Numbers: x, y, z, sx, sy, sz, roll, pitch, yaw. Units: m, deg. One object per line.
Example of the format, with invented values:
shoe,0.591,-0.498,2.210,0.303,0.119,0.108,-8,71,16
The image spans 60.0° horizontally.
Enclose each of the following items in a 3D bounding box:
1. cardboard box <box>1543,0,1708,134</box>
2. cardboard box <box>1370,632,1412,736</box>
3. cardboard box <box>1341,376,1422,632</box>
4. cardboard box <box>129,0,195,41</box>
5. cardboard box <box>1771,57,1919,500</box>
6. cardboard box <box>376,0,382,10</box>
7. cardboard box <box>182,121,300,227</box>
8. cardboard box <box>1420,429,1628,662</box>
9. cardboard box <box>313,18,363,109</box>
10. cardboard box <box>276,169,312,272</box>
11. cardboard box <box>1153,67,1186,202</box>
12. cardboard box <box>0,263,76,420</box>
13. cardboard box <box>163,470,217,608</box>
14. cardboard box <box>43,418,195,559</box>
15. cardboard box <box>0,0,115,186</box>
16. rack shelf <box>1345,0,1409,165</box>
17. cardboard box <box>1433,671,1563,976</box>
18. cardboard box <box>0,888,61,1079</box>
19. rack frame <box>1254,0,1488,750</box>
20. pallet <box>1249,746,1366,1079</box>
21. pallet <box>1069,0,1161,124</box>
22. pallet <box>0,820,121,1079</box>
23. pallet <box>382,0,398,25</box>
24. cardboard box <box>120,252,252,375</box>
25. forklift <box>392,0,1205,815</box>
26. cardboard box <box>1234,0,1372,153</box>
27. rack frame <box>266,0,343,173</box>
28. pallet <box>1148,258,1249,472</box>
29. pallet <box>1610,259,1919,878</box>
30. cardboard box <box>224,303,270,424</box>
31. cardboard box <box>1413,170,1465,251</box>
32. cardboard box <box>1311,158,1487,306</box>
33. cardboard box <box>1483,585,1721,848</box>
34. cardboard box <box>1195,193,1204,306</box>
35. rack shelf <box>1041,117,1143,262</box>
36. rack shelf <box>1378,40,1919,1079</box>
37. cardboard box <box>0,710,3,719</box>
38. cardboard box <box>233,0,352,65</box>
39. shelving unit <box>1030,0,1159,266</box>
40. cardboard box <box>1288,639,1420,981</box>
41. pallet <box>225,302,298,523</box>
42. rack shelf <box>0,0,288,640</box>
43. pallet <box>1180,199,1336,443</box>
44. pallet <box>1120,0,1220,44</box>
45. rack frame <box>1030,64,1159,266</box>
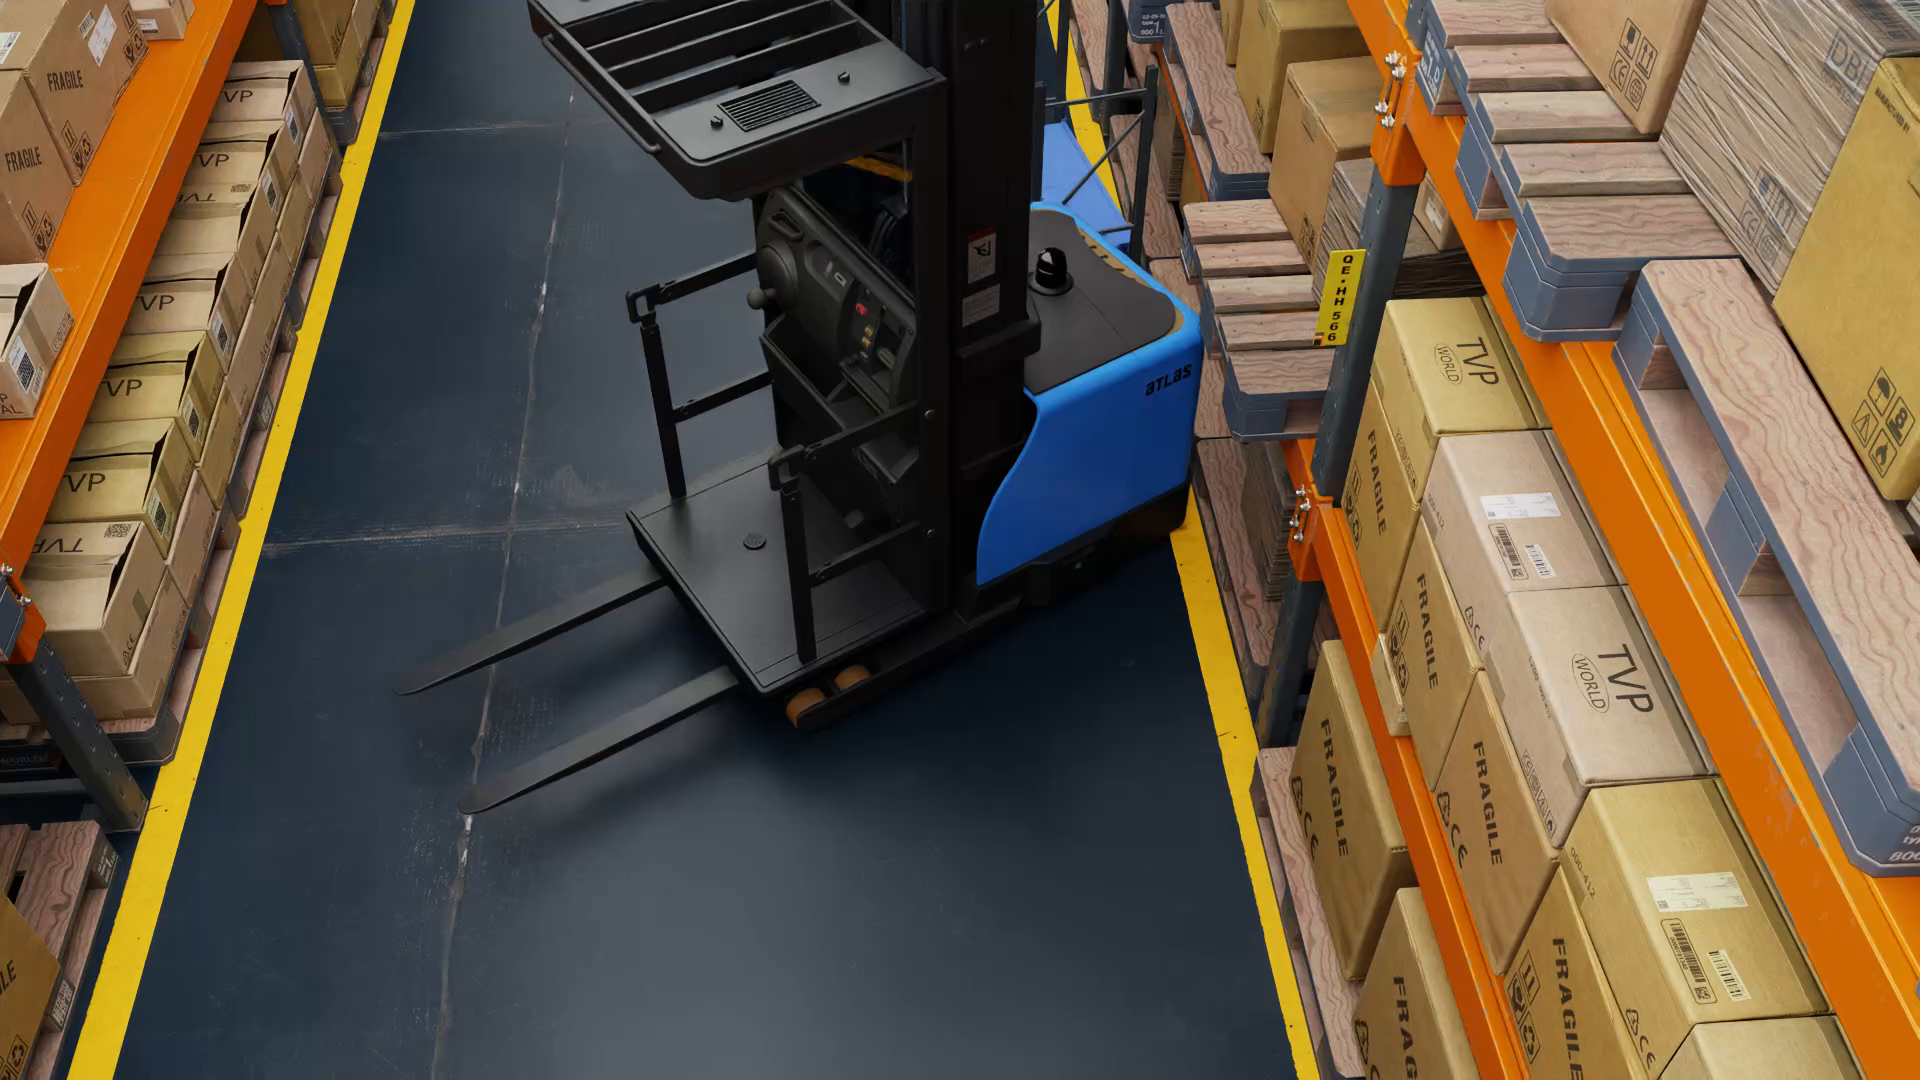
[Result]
cardboard box,1.680,-1.208,3.390,0.700,0.500,0.500,-7,47,-6
cardboard box,1.330,0.381,4.483,0.380,0.149,0.250,-2,47,-2
cardboard box,1.369,-0.108,4.499,0.500,0.500,0.500,-2,47,-2
cardboard box,-3.431,-2.250,6.908,0.396,0.266,0.258,-5,47,-4
cardboard box,1.811,-0.420,2.644,0.700,0.500,0.500,-1,47,-1
cardboard box,-3.498,-3.199,9.318,0.500,0.250,0.500,-3,47,-3
cardboard box,-3.318,-1.662,7.476,0.500,0.311,0.500,-2,47,-2
cardboard box,1.410,0.000,3.880,0.500,0.250,0.500,-4,47,-4
cardboard box,-3.424,-2.474,8.632,0.500,0.250,0.500,-3,47,-3
cardboard box,-3.323,-1.472,7.683,0.500,0.250,0.500,-4,47,-4
cardboard box,1.327,-1.986,7.983,0.700,0.500,0.500,-2,47,-2
cardboard box,-3.234,-0.656,5.367,0.500,0.311,0.500,-4,47,-4
cardboard box,-3.147,0.013,6.276,0.500,0.250,0.500,-5,47,-4
cardboard box,-3.156,-0.196,6.088,0.500,0.311,0.500,-5,47,-4
cardboard box,-3.553,-1.656,6.183,0.500,0.500,0.500,-3,47,-3
rack shelf,1.416,-2.562,5.540,1.077,0.370,4.000,-3,47,-3
cardboard box,1.444,0.631,3.799,0.500,0.500,0.500,-4,47,-3
cardboard box,-3.040,1.343,4.831,0.500,0.500,0.500,-2,47,-2
rack frame,1.583,-0.331,4.998,1.000,3.000,0.127,-3,47,-3
pallet,1.574,1.202,5.466,1.003,0.211,1.213,-3,47,-3
pallet,1.157,-2.750,9.209,1.003,0.211,1.213,-3,47,-3
pallet,-3.328,1.474,5.209,1.003,0.211,1.213,-3,47,-3
pallet,-3.818,-3.425,9.849,1.003,0.211,1.213,-3,47,-3
cardboard box,-3.240,-0.937,6.790,0.500,0.311,0.500,-4,47,-4
forklift,-0.592,-0.747,5.439,3.031,2.935,1.130,-26,52,-23
cardboard box,1.408,-1.757,5.976,0.700,0.500,0.500,-3,47,-3
rack frame,-3.687,-2.922,7.451,1.000,3.000,0.127,-3,47,-3
pallet,1.420,-0.819,7.380,1.003,0.211,1.213,-3,47,-3
pallet,1.787,-0.026,2.773,1.003,0.211,1.213,-2,47,-1
cardboard box,-3.239,-0.734,6.983,0.500,0.250,0.500,-3,47,-2
cardboard box,1.525,-0.988,4.801,0.380,0.149,0.250,-9,47,-8
cardboard box,1.534,-0.856,5.123,0.700,0.500,0.500,-8,47,-8
cardboard box,1.456,0.362,3.538,0.500,0.250,0.500,-3,47,-3
cardboard box,1.422,-1.243,7.280,0.700,0.500,0.500,-3,47,-3
rack shelf,0.381,-1.496,7.382,0.538,0.185,1.000,-12,48,-11
rack shelf,1.751,0.332,2.800,1.077,0.370,4.000,-3,47,-3
cardboard box,-3.640,0.408,5.903,0.500,0.250,0.500,-2,47,-2
cardboard box,-3.414,-2.733,8.360,0.500,0.500,0.500,-3,47,-3
shelving unit,0.381,-1.620,7.251,0.538,1.500,1.048,-12,48,-11
cardboard box,1.514,0.803,5.114,0.750,0.750,0.750,-4,47,-4
pallet,-3.482,-0.547,7.123,1.003,0.211,1.213,-3,47,-3
rack shelf,-3.520,-1.227,6.342,1.077,0.370,4.000,-3,47,-3
pallet,1.418,-0.775,5.550,1.213,0.211,1.003,-3,47,-3
pallet,1.168,-2.598,7.276,1.003,0.211,1.213,-3,47,-3
rack frame,0.523,-1.266,6.916,0.500,1.500,0.032,-12,48,-11
